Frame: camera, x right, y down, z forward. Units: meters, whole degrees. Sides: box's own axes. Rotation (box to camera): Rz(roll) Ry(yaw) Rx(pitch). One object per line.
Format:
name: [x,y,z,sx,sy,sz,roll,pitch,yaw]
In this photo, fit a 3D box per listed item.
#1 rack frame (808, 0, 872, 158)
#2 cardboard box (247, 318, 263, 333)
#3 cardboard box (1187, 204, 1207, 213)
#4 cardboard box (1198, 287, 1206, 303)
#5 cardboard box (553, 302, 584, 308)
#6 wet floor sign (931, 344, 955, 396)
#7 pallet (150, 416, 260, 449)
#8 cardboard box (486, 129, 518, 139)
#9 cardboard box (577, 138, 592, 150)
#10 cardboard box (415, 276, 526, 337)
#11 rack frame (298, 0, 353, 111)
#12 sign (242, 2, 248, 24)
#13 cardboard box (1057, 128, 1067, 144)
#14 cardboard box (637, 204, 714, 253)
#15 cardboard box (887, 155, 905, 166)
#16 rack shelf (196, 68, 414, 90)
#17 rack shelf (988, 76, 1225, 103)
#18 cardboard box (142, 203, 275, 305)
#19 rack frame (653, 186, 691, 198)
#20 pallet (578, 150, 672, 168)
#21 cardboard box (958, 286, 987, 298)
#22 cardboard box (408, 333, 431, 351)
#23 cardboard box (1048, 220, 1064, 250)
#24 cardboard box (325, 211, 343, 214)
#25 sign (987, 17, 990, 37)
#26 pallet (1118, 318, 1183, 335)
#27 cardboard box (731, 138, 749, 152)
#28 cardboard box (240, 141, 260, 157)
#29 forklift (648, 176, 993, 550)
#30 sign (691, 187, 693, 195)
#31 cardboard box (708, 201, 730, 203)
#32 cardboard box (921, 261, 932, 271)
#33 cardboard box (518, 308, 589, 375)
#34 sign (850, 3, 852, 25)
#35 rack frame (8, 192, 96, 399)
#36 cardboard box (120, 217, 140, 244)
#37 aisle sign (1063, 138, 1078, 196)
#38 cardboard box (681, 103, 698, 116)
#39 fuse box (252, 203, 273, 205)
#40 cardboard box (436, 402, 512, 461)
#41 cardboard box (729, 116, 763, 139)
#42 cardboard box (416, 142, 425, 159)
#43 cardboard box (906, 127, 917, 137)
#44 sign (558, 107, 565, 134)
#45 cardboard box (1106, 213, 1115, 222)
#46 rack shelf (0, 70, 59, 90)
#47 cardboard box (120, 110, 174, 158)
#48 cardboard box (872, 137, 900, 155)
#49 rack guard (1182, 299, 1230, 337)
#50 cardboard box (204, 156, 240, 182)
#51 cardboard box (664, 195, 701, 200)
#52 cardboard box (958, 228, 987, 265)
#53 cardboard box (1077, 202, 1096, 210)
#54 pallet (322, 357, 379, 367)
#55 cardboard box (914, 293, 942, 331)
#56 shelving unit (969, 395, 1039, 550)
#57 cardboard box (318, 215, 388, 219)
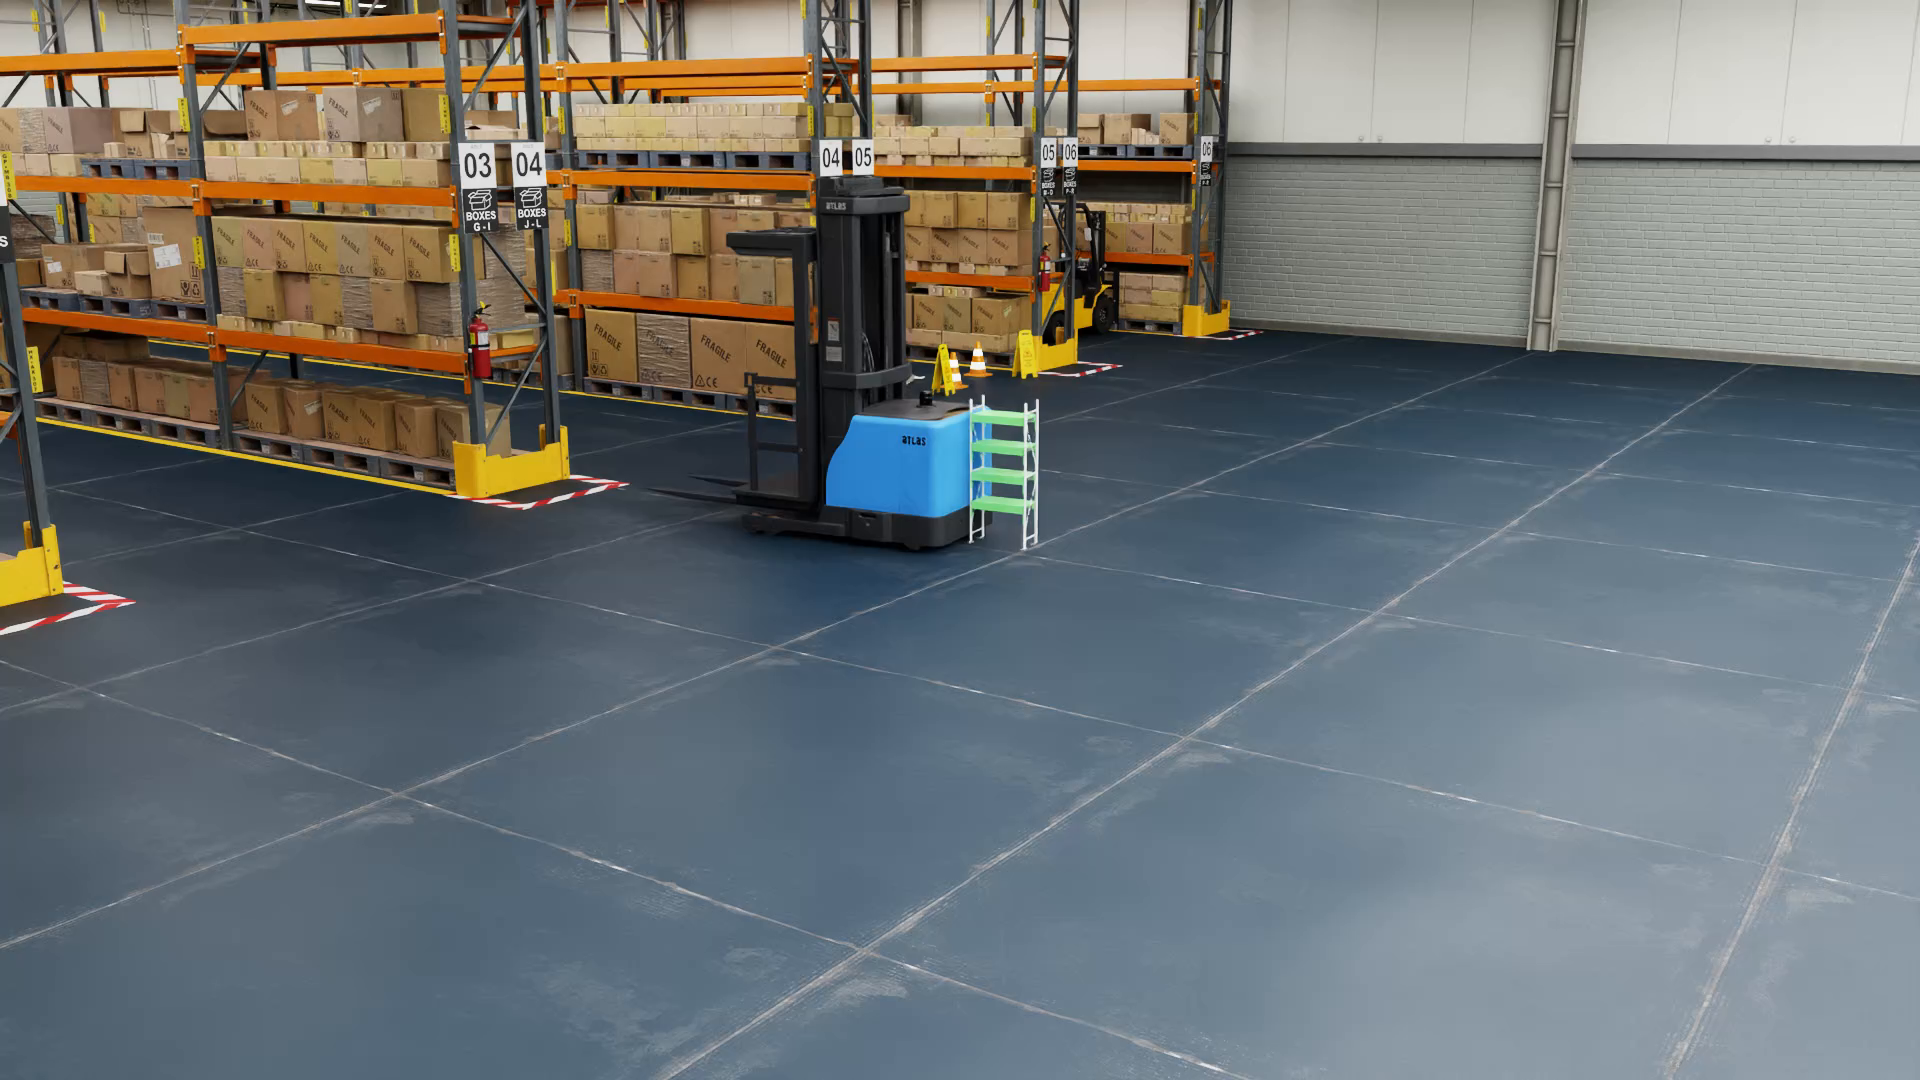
rack frame: [-1.350,-5.853,18.740,0.127,3.000,1.000,9,17,33]
cardboard box: [-7.088,-2.227,17.100,0.250,0.149,0.380,9,17,33]
cardboard box: [3.936,-5.527,27.731,0.250,0.149,0.380,9,16,32]
cardboard box: [3.822,-4.148,28.145,0.500,0.250,0.500,10,17,34]
cardboard box: [-6.574,-4.416,28.969,0.875,0.875,0.875,9,17,33]
wet floor sign: [-0.221,-2.189,21.323,0.232,0.644,0.267,6,15,23]
pallet: [-8.168,-1.252,18.443,1.213,0.211,1.003,9,17,33]
cardboard box: [-5.817,-5.235,21.715,0.500,0.250,0.500,9,17,32]
cardboard box: [-4.557,-4.947,20.764,0.250,0.149,0.380,9,16,32]
cardboard box: [-4.643,-2.238,15.793,0.500,0.500,0.875,9,17,33]
rack frame: [-11.948,-8.999,31.450,0.127,3.000,1.000,9,17,33]
sign: [-11.002,-8.104,25.560,0.005,0.325,0.100,9,17,33]
cardboard box: [1.839,-6.852,28.214,0.258,0.266,0.396,9,16,31]
cardboard box: [-3.490,-3.868,20.645,0.550,0.550,0.875,9,17,33]
cardboard box: [-0.848,-5.531,24.204,0.250,0.149,0.380,9,16,32]
rack shelf: [-9.648,-6.651,24.292,4.000,0.370,1.077,9,17,33]
rack shelf: [2.436,-7.569,28.000,4.000,0.370,1.077,9,17,33]
cardboard box: [-8.102,-3.131,18.108,1.000,1.000,1.000,9,17,33]
rack frame: [-5.861,-6.541,34.004,0.127,3.000,1.000,9,17,33]
pallet: [-3.996,-4.778,20.827,1.213,0.211,1.003,9,17,33]
cardboard box: [0.176,-3.581,23.983,0.250,0.149,0.380,10,17,34]
cardboard box: [-4.997,-1.898,15.769,0.250,0.149,0.380,9,17,33]
cardboard box: [1.861,-5.271,28.665,0.500,0.500,0.500,9,17,32]
cardboard box: [-11.710,-6.014,31.667,0.500,0.500,0.500,9,17,32]
sign: [0.484,-8.762,28.384,0.005,0.325,0.100,9,17,33]
pallet: [3.438,-3.672,28.218,1.213,0.211,1.003,9,17,33]
cardboard box: [-2.447,-4.607,19.389,0.250,0.149,0.380,9,17,33]
cardboard box: [-6.951,-3.911,16.619,0.250,0.149,0.380,9,17,33]
forklift: [-1.271,-1.567,14.054,3.031,2.935,1.130,7,16,26]
sign: [-5.555,-7.214,34.314,0.005,0.325,0.100,9,17,33]
cardboard box: [-3.923,-5.271,27.172,0.500,0.500,0.500,8,16,29]
cardboard box: [-0.359,-4.036,24.407,0.250,0.149,0.380,9,17,33]
cardboard box: [-5.235,-2.654,22.112,0.750,0.750,1.050,9,17,33]
sign: [-1.672,-7.988,25.254,0.005,0.325,0.100,9,17,33]
rack frame: [-10.840,-3.038,19.855,0.127,3.000,1.000,9,17,33]
cardboard box: [-13.124,-4.962,26.799,0.500,0.500,0.500,9,16,31]
aisle sign: [1.553,-5.257,23.407,0.004,0.787,0.394,9,17,33]
cardboard box: [-3.085,-5.097,19.708,0.250,0.149,0.380,9,17,33]
fuse box: [-15.346,-6.613,36.975,0.414,1.711,0.539,9,17,33]
cardboard box: [-4.711,-1.043,16.122,0.500,0.500,0.500,13,19,43]
cardboard box: [-2.327,-4.798,19.332,0.500,0.250,0.500,9,17,33]
cardboard box: [-4.757,-3.576,15.265,0.250,0.149,0.380,9,16,31]
cardboard box: [-0.575,-5.900,24.035,0.250,0.149,0.380,10,17,34]
sign: [-4.964,-5.228,20.725,0.005,0.325,0.100,9,17,33]
cardboard box: [2.574,-5.453,28.050,0.250,0.149,0.380,9,17,33]
rack shelf: [-12.500,-5.675,20.352,4.000,0.370,1.077,9,17,33]
cardboard box: [-8.638,-4.421,18.108,0.637,0.503,0.797,10,17,35]
cardboard box: [-0.937,-5.755,24.279,0.500,0.250,0.500,9,17,33]
rack guard: [4.116,-3.715,27.790,0.348,0.500,1.175,9,17,33]
cardboard box: [-7.291,-3.774,16.895,0.500,0.250,0.500,8,16,31]
cardboard box: [-5.585,-6.684,33.499,0.500,0.500,0.700,10,17,34]
cardboard box: [0.312,-4.220,23.802,0.500,0.500,0.500,9,17,33]
cardboard box: [2.206,-5.687,28.378,0.250,0.149,0.380,9,17,33]
pallet: [-8.636,-2.765,24.555,1.213,0.211,1.003,9,17,33]
cardboard box: [-0.331,-3.368,24.476,0.500,0.500,0.500,9,16,32]
shelving unit: [0.356,-0.552,13.555,0.503,1.200,0.258,7,16,26]
cardboard box: [-6.164,-3.041,16.956,0.500,0.500,0.500,9,17,33]
